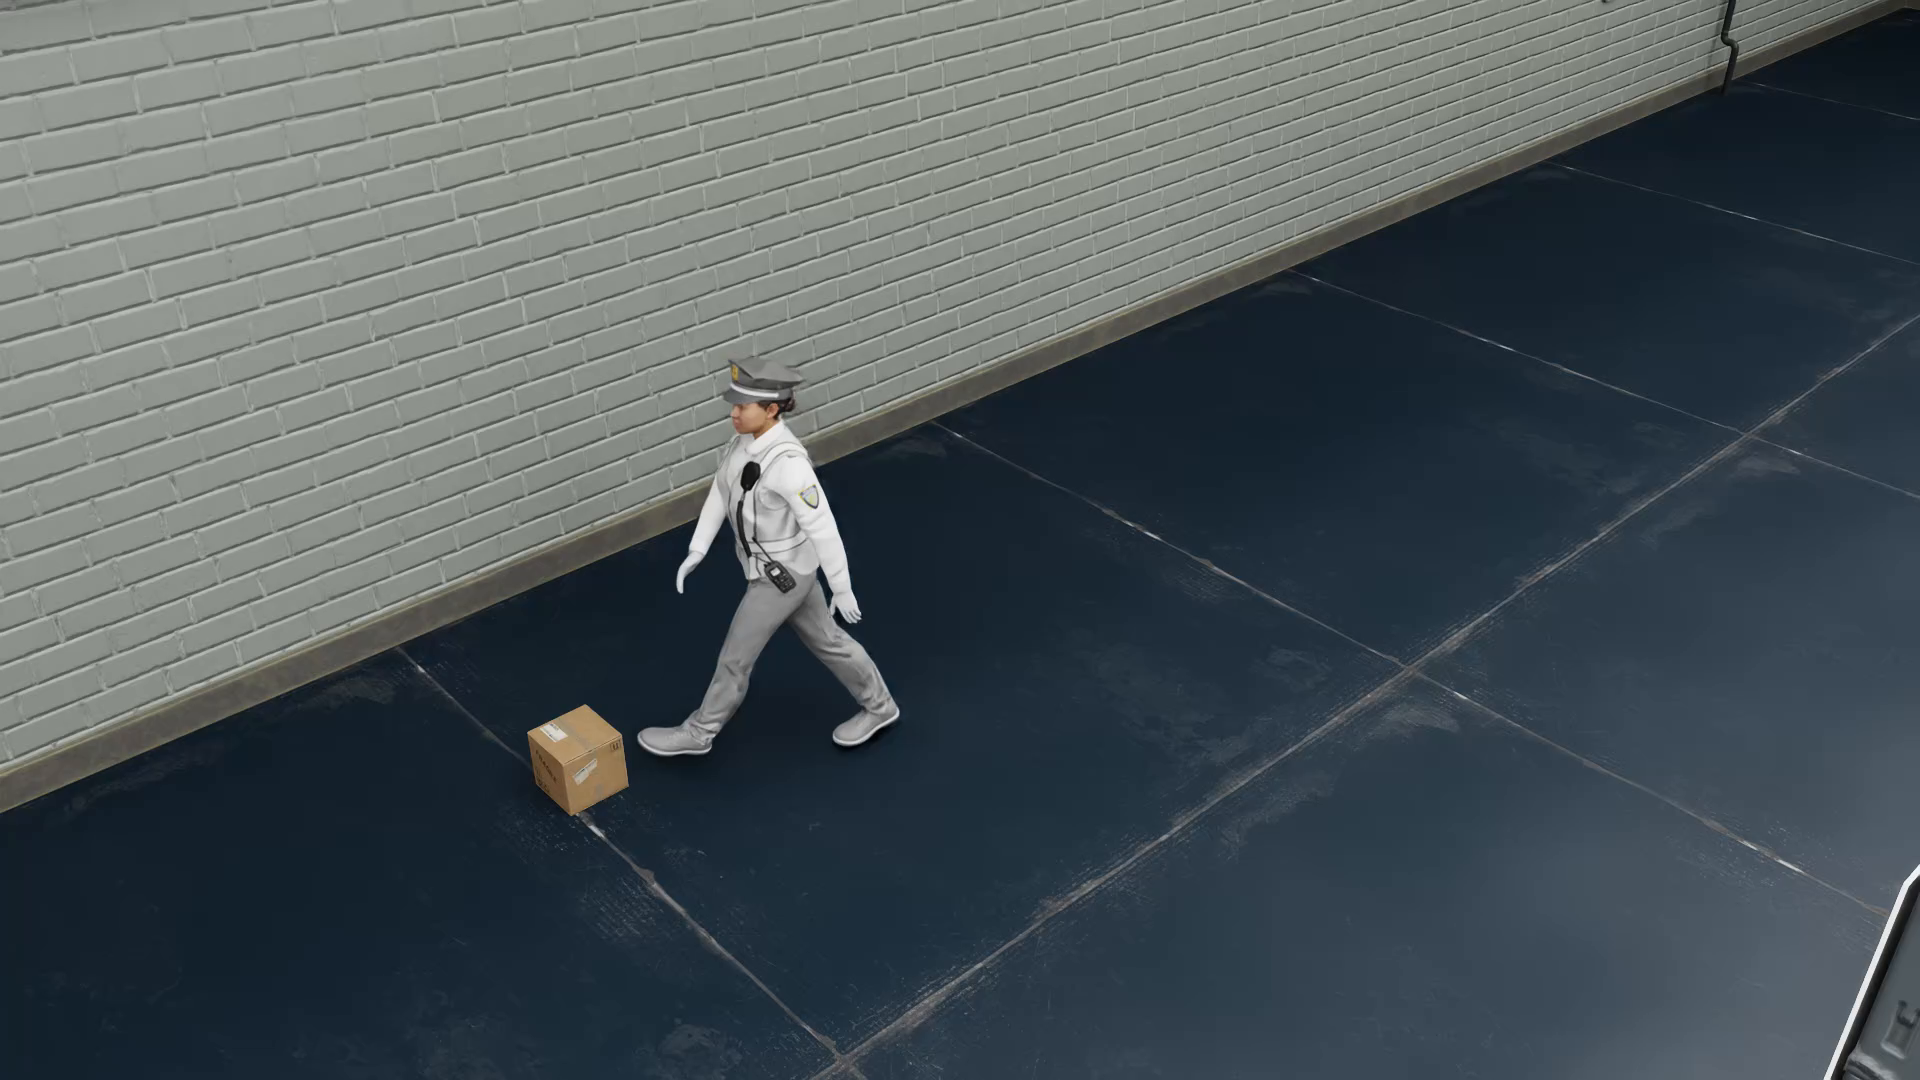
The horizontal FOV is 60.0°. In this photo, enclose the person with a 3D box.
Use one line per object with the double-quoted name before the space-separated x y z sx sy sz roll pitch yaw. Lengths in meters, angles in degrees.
"person" -0.721 0.096 5.958 1.004 1.617 0.471 -8 33 -12
